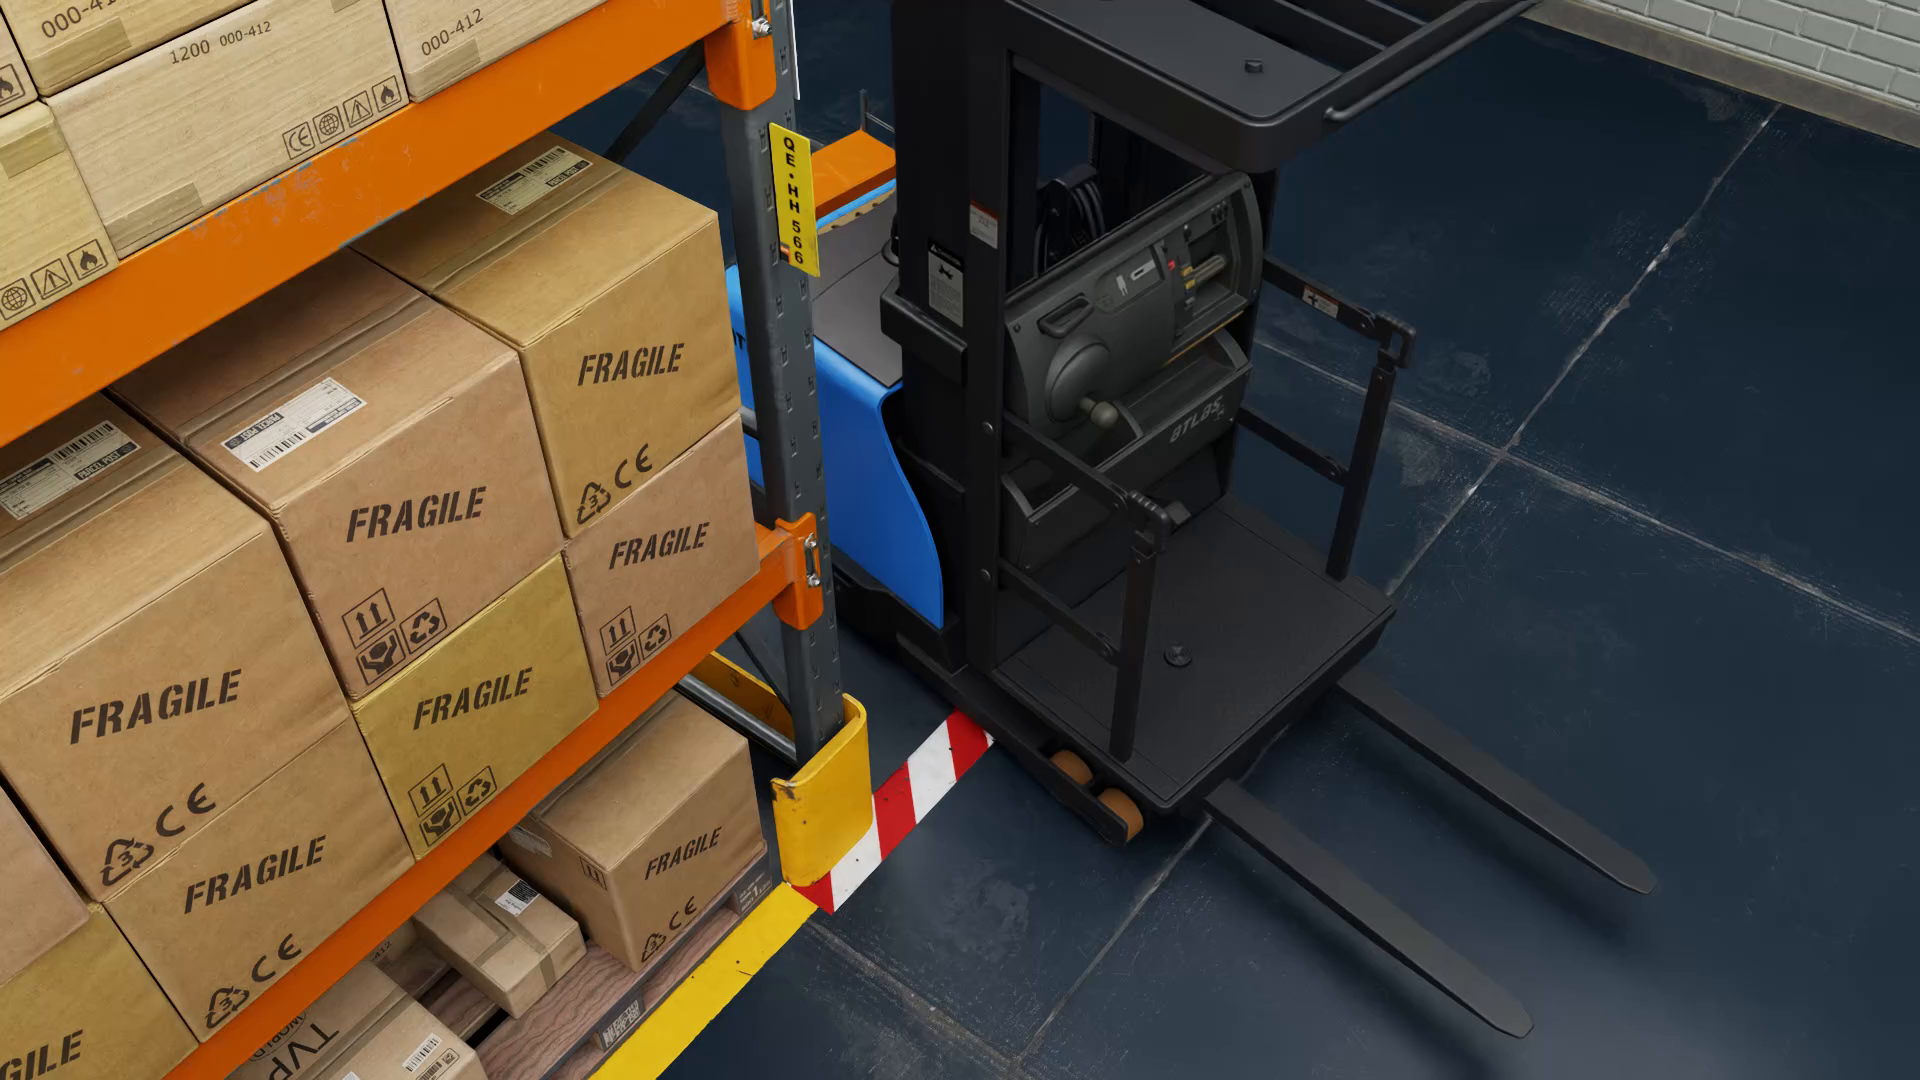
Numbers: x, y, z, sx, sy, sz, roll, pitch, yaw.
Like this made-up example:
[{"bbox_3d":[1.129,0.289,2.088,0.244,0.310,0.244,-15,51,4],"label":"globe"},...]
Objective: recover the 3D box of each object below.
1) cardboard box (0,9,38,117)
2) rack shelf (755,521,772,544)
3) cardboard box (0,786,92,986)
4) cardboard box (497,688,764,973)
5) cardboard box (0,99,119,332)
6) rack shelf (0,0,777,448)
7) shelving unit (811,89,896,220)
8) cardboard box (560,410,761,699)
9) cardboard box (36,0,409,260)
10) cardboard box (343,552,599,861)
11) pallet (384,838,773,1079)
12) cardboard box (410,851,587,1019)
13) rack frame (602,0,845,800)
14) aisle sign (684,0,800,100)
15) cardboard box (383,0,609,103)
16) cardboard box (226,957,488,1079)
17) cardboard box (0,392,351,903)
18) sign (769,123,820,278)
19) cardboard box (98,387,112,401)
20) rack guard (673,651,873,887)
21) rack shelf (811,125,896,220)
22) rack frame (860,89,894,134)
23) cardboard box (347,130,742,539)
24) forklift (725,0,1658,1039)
[{"bbox_3d":[-1.480,-0.596,1.929,0.500,0.250,0.500,29,53,25],"label":"cardboard box"},{"bbox_3d":[-1.976,0.909,3.170,0.919,0.124,3.809,29,53,25],"label":"rack shelf"},{"bbox_3d":[-1.744,0.462,2.474,0.500,0.500,0.500,31,54,26],"label":"cardboard box"},{"bbox_3d":[-0.891,0.715,4.417,0.500,0.500,0.500,29,53,25],"label":"cardboard box"},{"bbox_3d":[-1.469,-0.417,2.104,0.500,0.250,0.500,29,53,25],"label":"cardboard box"},{"bbox_3d":[-1.976,-0.060,2.156,1.077,0.370,4.000,29,53,25],"label":"rack shelf"},{"bbox_3d":[-0.418,-0.893,5.773,0.503,1.200,0.258,-35,55,-29],"label":"shelving unit"},{"bbox_3d":[-0.812,-0.075,3.678,0.500,0.500,0.500,31,54,26],"label":"cardboard box"},{"bbox_3d":[-1.173,-0.709,2.382,0.500,0.250,0.500,29,53,25],"label":"cardboard box"},{"bbox_3d":[-1.127,0.224,3.393,0.500,0.500,0.500,30,53,25],"label":"cardboard box"},{"bbox_3d":[-1.287,1.047,4.604,1.003,0.211,1.213,29,53,25],"label":"pallet"},{"bbox_3d":[-1.210,1.022,4.354,0.380,0.166,0.250,29,53,25],"label":"cardboard box"},{"bbox_3d":[-0.754,-0.417,4.074,1.000,3.000,0.127,29,53,25],"label":"rack frame"},{"bbox_3d":[-0.470,-1.218,3.042,0.394,0.787,0.004,29,53,25],"label":"aisle sign"},{"bbox_3d":[-0.859,-0.991,2.651,0.500,0.250,0.500,29,53,25],"label":"cardboard box"},{"bbox_3d":[-1.496,1.331,4.001,0.500,0.250,0.500,29,53,25],"label":"cardboard box"},{"bbox_3d":[-1.430,0.168,2.755,0.500,0.500,0.500,31,54,26],"label":"cardboard box"},{"bbox_3d":[-0.327,-0.669,3.295,0.100,0.325,0.005,29,53,25],"label":"sign"},{"bbox_3d":[-1.547,-0.357,3.256,0.500,0.500,0.500,30,53,25],"label":"cardboard box"},{"bbox_3d":[-0.800,0.490,4.936,1.175,0.500,0.348,29,53,25],"label":"rack guard"},{"bbox_3d":[-0.419,-1.165,5.489,0.480,0.148,0.258,-35,55,-29],"label":"rack shelf"},{"bbox_3d":[-0.243,-1.015,5.889,0.015,1.200,0.240,-35,55,-29],"label":"rack frame"},{"bbox_3d":[-0.808,-0.420,3.317,0.500,0.500,0.500,29,53,25],"label":"cardboard box"},{"bbox_3d":[0.622,-0.545,4.243,1.130,2.935,3.031,-35,55,-29],"label":"forklift"}]
